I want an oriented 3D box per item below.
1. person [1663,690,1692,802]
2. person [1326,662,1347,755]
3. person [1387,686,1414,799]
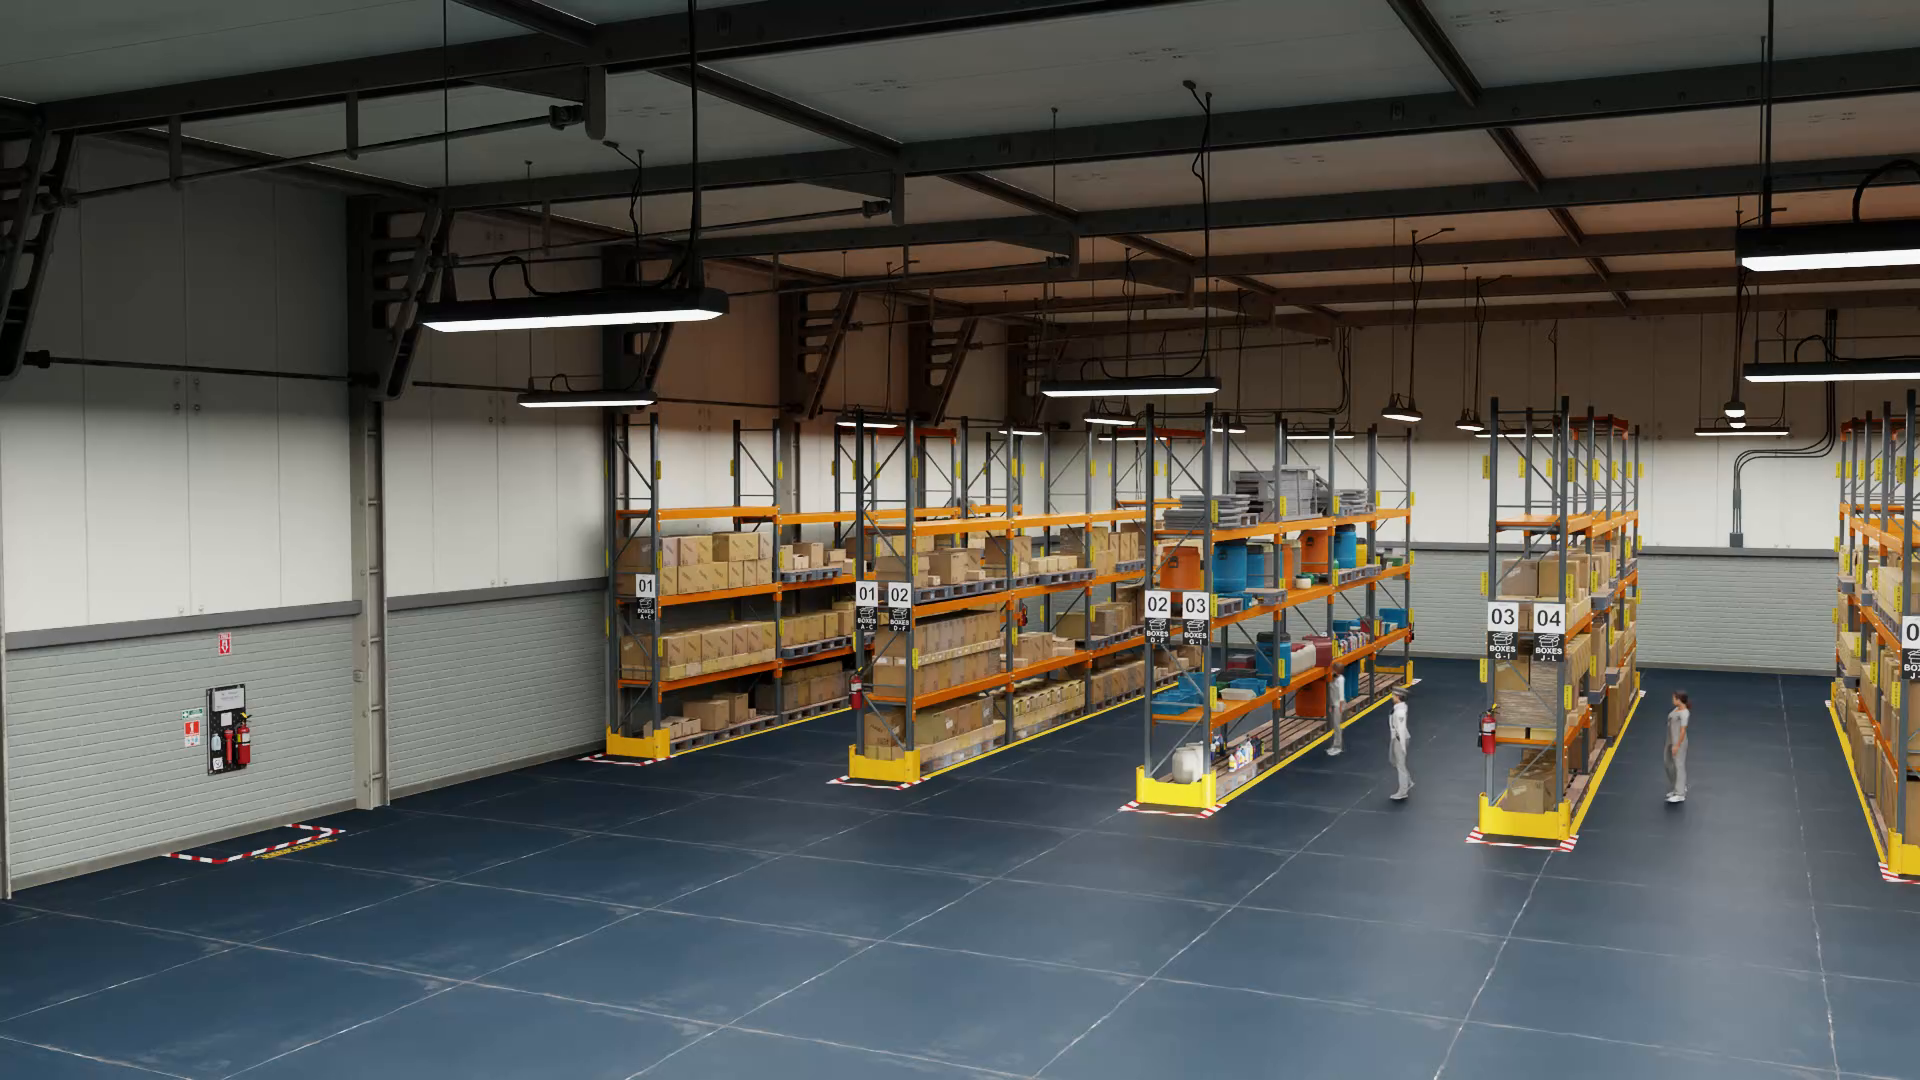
[{"bbox_3d":[10.858,3.091,25.208,0.401,1.664,0.558,0,2,-2],"label":"person"},{"bbox_3d":[6.646,2.971,29.411,0.389,1.595,0.532,0,2,4],"label":"person"},{"bbox_3d":[6.735,3.085,25.393,0.417,1.688,0.553,1,2,13],"label":"person"}]
